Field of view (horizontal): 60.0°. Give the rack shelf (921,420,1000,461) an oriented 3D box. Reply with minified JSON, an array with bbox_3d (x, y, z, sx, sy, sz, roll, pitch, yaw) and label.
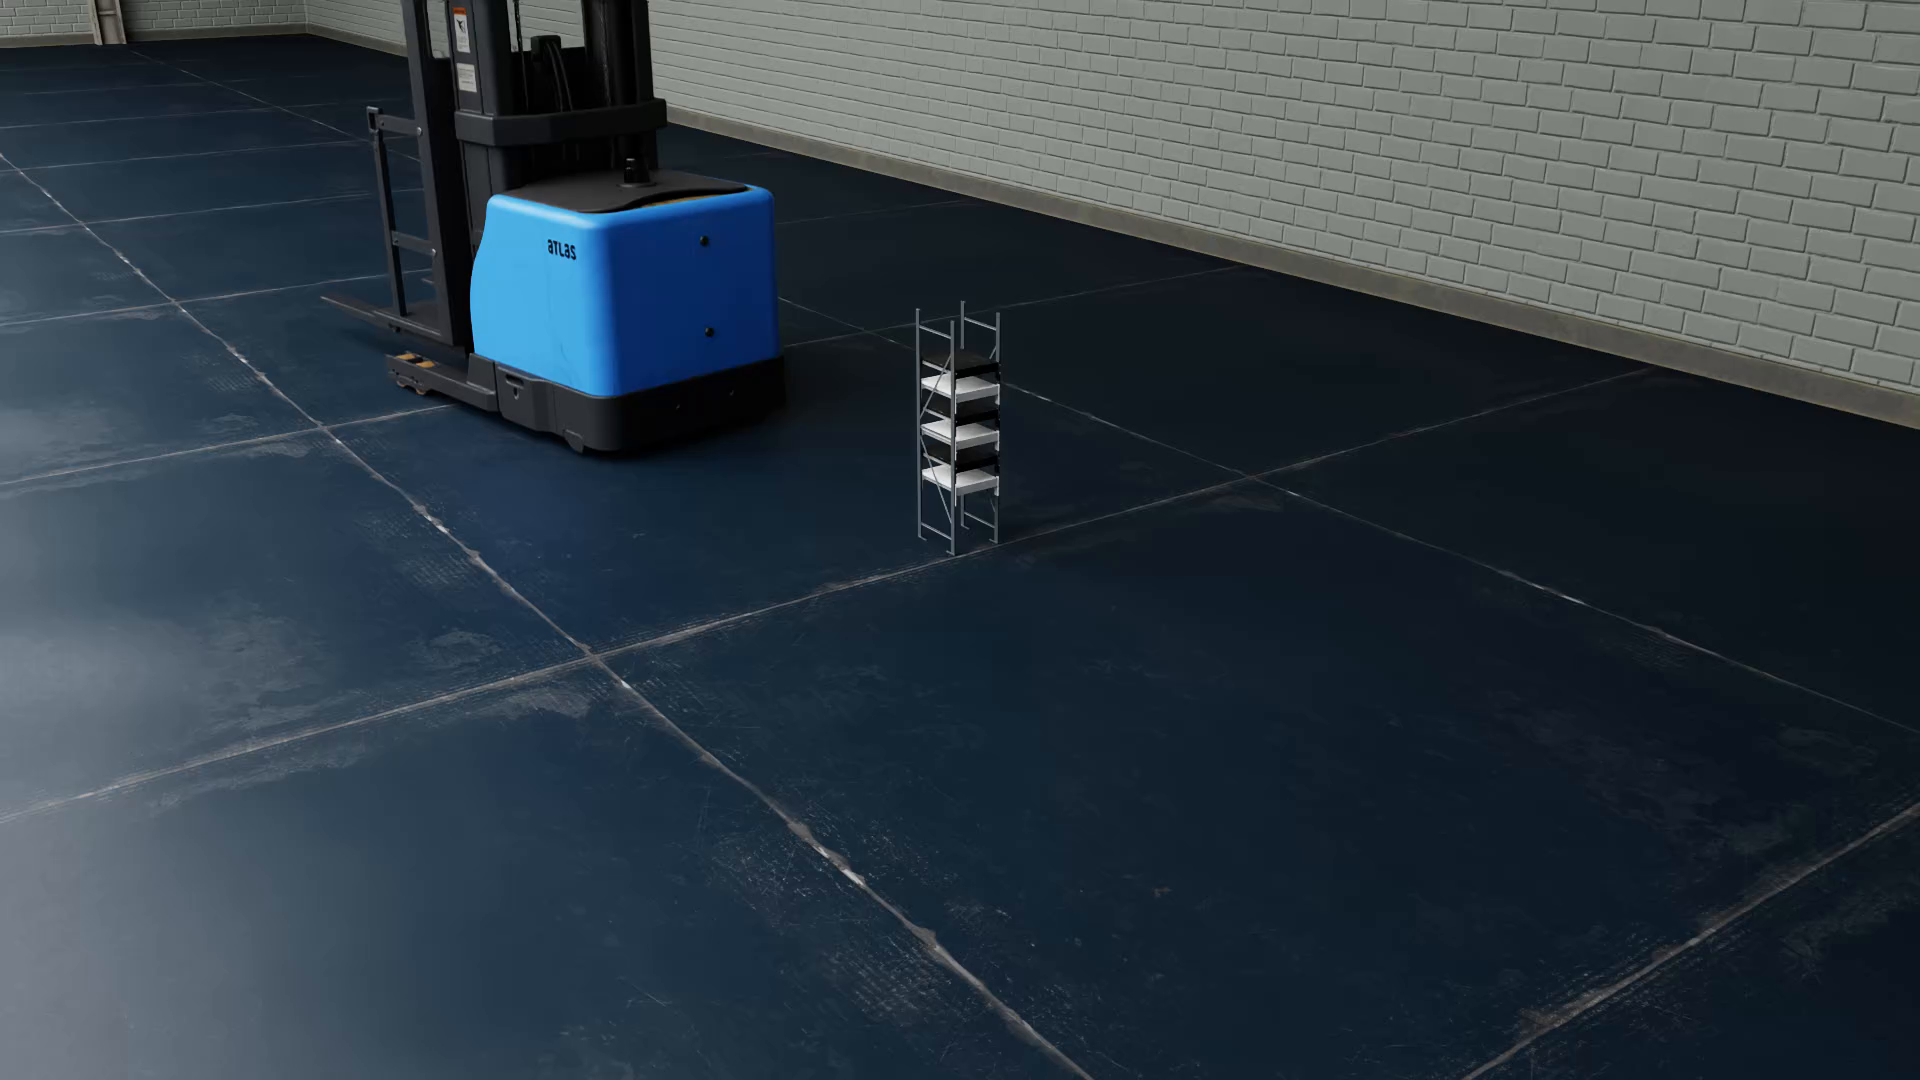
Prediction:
[{"bbox_3d":[-0.007,-0.385,6.238,0.200,0.077,0.258,-15,26,-33],"label":"rack shelf"}]

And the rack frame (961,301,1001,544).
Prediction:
[{"bbox_3d":[0.076,-0.438,6.280,0.006,0.900,0.240,-15,26,-33],"label":"rack frame"}]

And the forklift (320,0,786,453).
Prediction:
[{"bbox_3d":[-2.218,-2.193,7.937,3.031,2.935,1.130,20,29,41],"label":"forklift"}]

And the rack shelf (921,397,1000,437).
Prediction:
[{"bbox_3d":[-0.007,-0.469,6.204,0.200,0.077,0.258,-15,26,-33],"label":"rack shelf"}]

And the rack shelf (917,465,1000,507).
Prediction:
[{"bbox_3d":[-0.007,-0.218,6.304,0.200,0.077,0.258,-15,26,-33],"label":"rack shelf"}]

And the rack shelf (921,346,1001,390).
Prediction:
[{"bbox_3d":[-0.007,-0.636,6.137,0.200,0.077,0.258,-15,26,-33],"label":"rack shelf"}]

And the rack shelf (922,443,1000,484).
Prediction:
[{"bbox_3d":[-0.007,-0.302,6.271,0.200,0.077,0.258,-15,26,-33],"label":"rack shelf"}]

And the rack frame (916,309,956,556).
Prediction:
[{"bbox_3d":[-0.089,-0.394,6.170,0.006,0.900,0.240,-15,26,-33],"label":"rack frame"}]

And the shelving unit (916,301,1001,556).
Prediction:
[{"bbox_3d":[-0.007,-0.416,6.225,0.210,0.900,0.258,-15,26,-33],"label":"shelving unit"}]

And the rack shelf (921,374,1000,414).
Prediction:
[{"bbox_3d":[-0.007,-0.552,6.171,0.200,0.077,0.258,-15,26,-33],"label":"rack shelf"}]

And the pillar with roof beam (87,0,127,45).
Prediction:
[{"bbox_3d":[-10.455,-10.467,20.485,0.400,9.000,9.100,-15,26,-33],"label":"pillar with roof beam"}]
